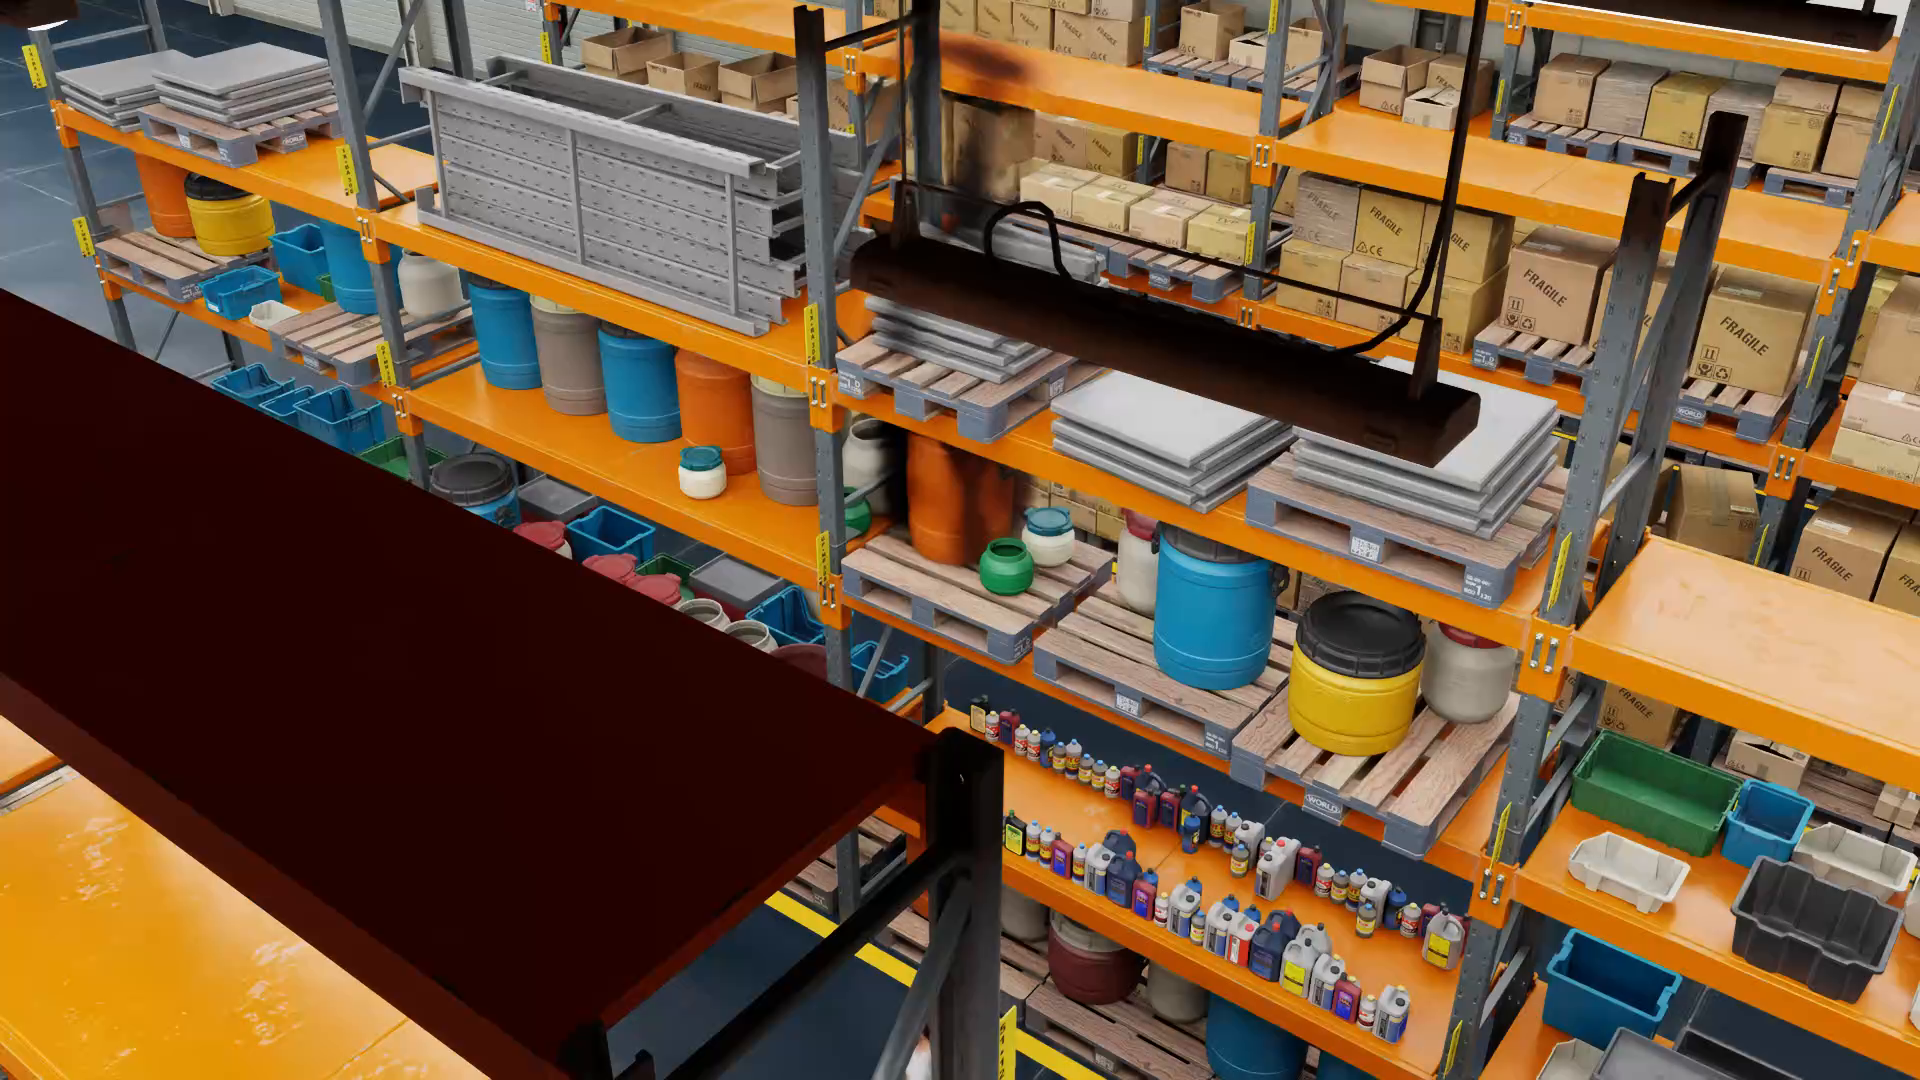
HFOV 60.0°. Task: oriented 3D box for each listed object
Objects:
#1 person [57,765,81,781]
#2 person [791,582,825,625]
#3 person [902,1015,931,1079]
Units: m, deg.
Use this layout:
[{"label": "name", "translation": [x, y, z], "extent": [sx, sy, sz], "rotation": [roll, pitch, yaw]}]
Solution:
[{"label": "person", "translation": [-5.593, 1.769, 10.709], "extent": [0.941, 1.746, 0.668], "rotation": [19, 36, 28]}, {"label": "person", "translation": [-1.429, 0.064, 13.504], "extent": [0.852, 1.835, 0.599], "rotation": [17, 35, 26]}, {"label": "person", "translation": [-0.129, 3.035, 8.769], "extent": [0.599, 1.633, 0.565], "rotation": [17, 35, 25]}]
